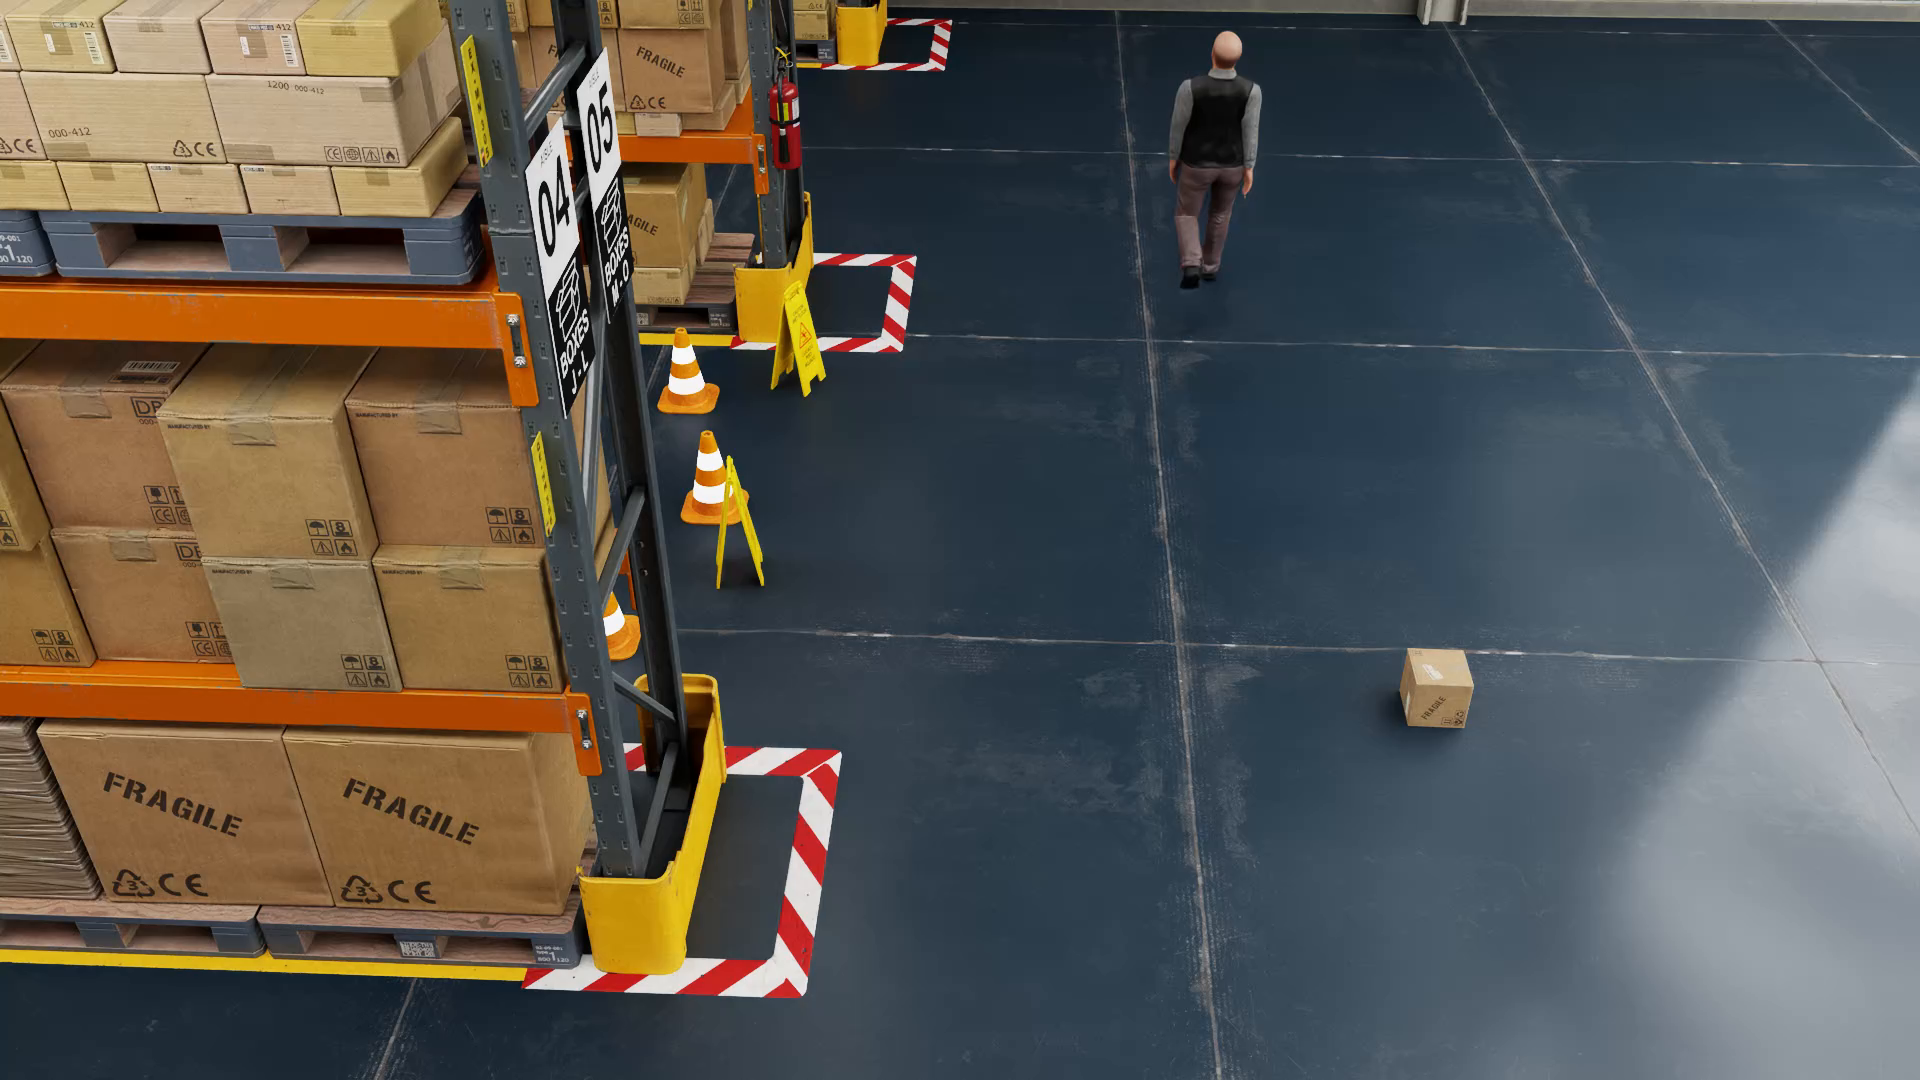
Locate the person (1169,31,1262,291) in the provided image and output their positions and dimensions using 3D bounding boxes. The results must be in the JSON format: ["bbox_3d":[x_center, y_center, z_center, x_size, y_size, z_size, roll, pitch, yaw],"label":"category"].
[{"bbox_3d":[1.573,-2.349,10.428,0.543,1.696,0.789,2,35,3],"label":"person"}]
